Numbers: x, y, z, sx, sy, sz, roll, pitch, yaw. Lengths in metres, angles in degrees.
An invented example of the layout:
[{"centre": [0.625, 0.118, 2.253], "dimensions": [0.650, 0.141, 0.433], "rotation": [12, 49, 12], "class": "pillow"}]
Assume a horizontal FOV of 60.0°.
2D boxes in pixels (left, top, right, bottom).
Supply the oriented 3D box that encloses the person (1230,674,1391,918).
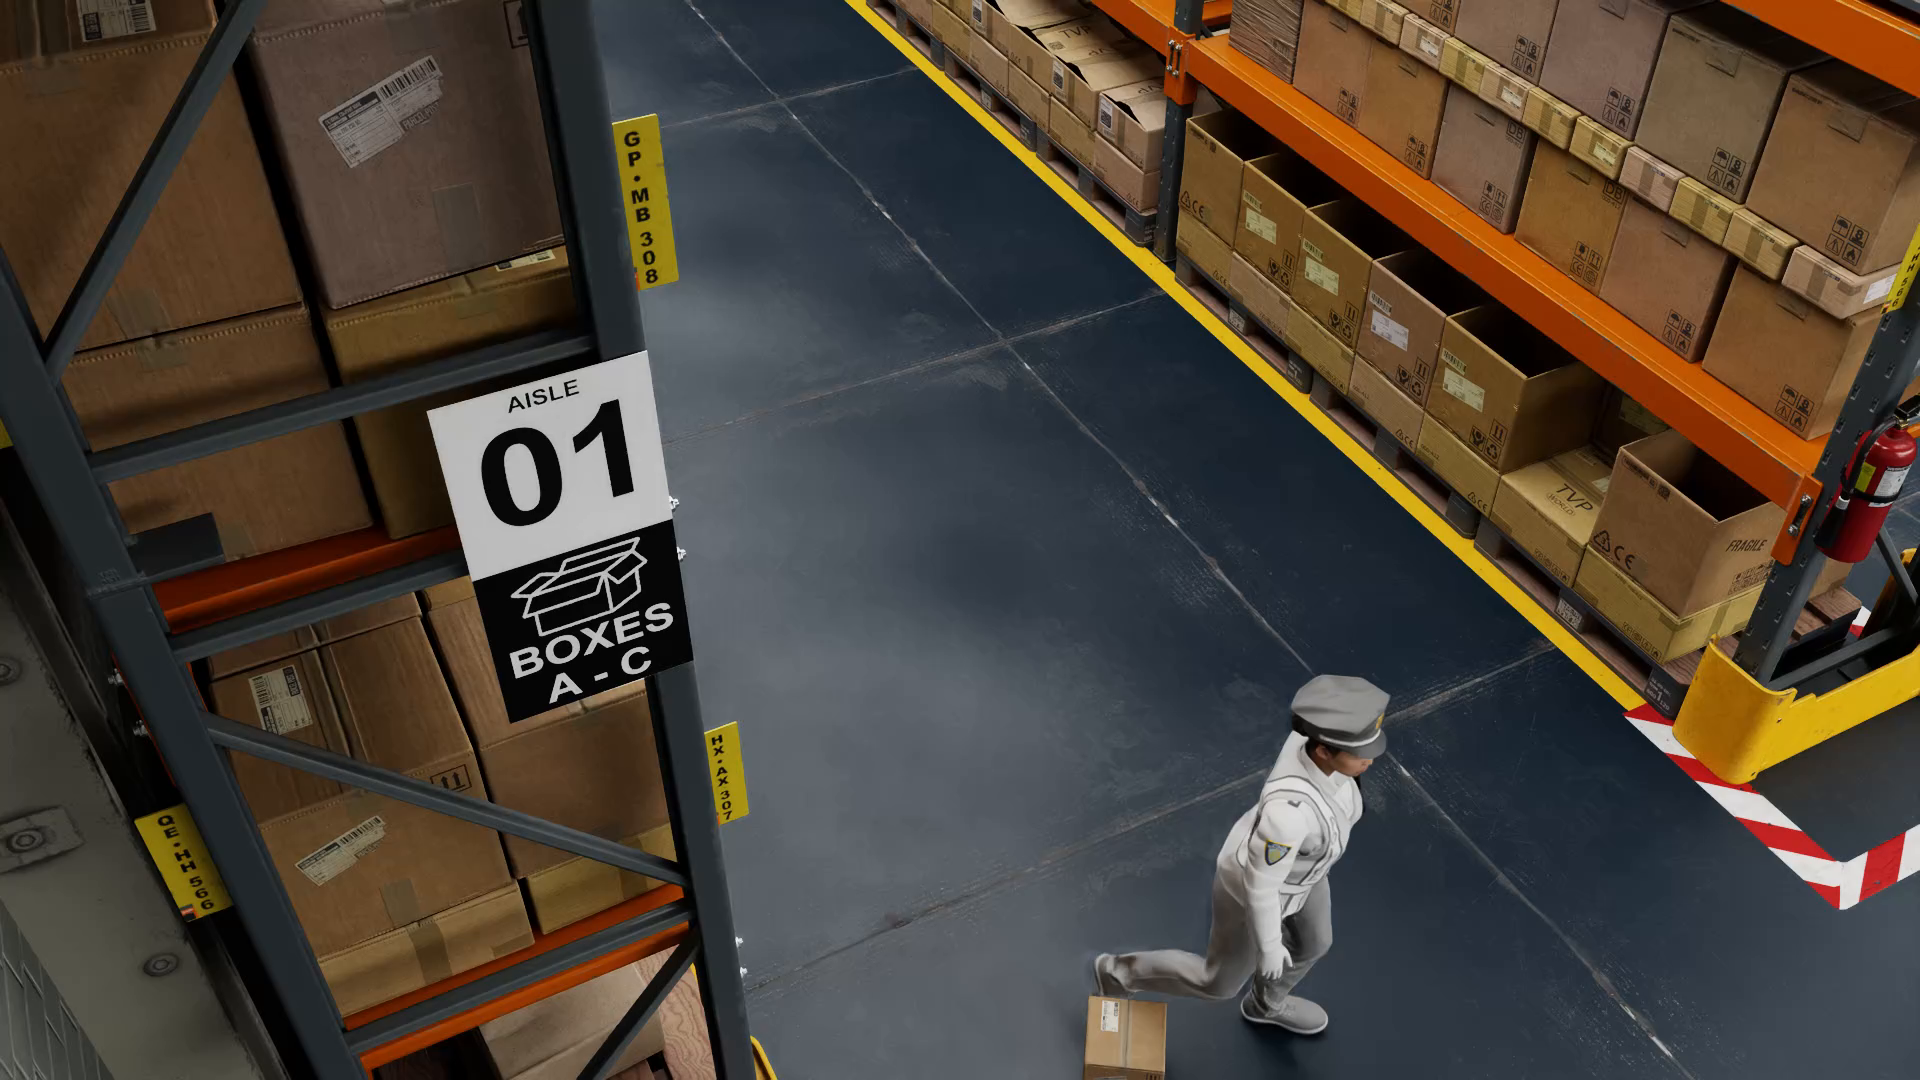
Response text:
[{"centre": [0.980, 0.704, 4.721], "dimensions": [0.377, 0.794, 0.375], "rotation": [20, 45, 22], "class": "person"}]
